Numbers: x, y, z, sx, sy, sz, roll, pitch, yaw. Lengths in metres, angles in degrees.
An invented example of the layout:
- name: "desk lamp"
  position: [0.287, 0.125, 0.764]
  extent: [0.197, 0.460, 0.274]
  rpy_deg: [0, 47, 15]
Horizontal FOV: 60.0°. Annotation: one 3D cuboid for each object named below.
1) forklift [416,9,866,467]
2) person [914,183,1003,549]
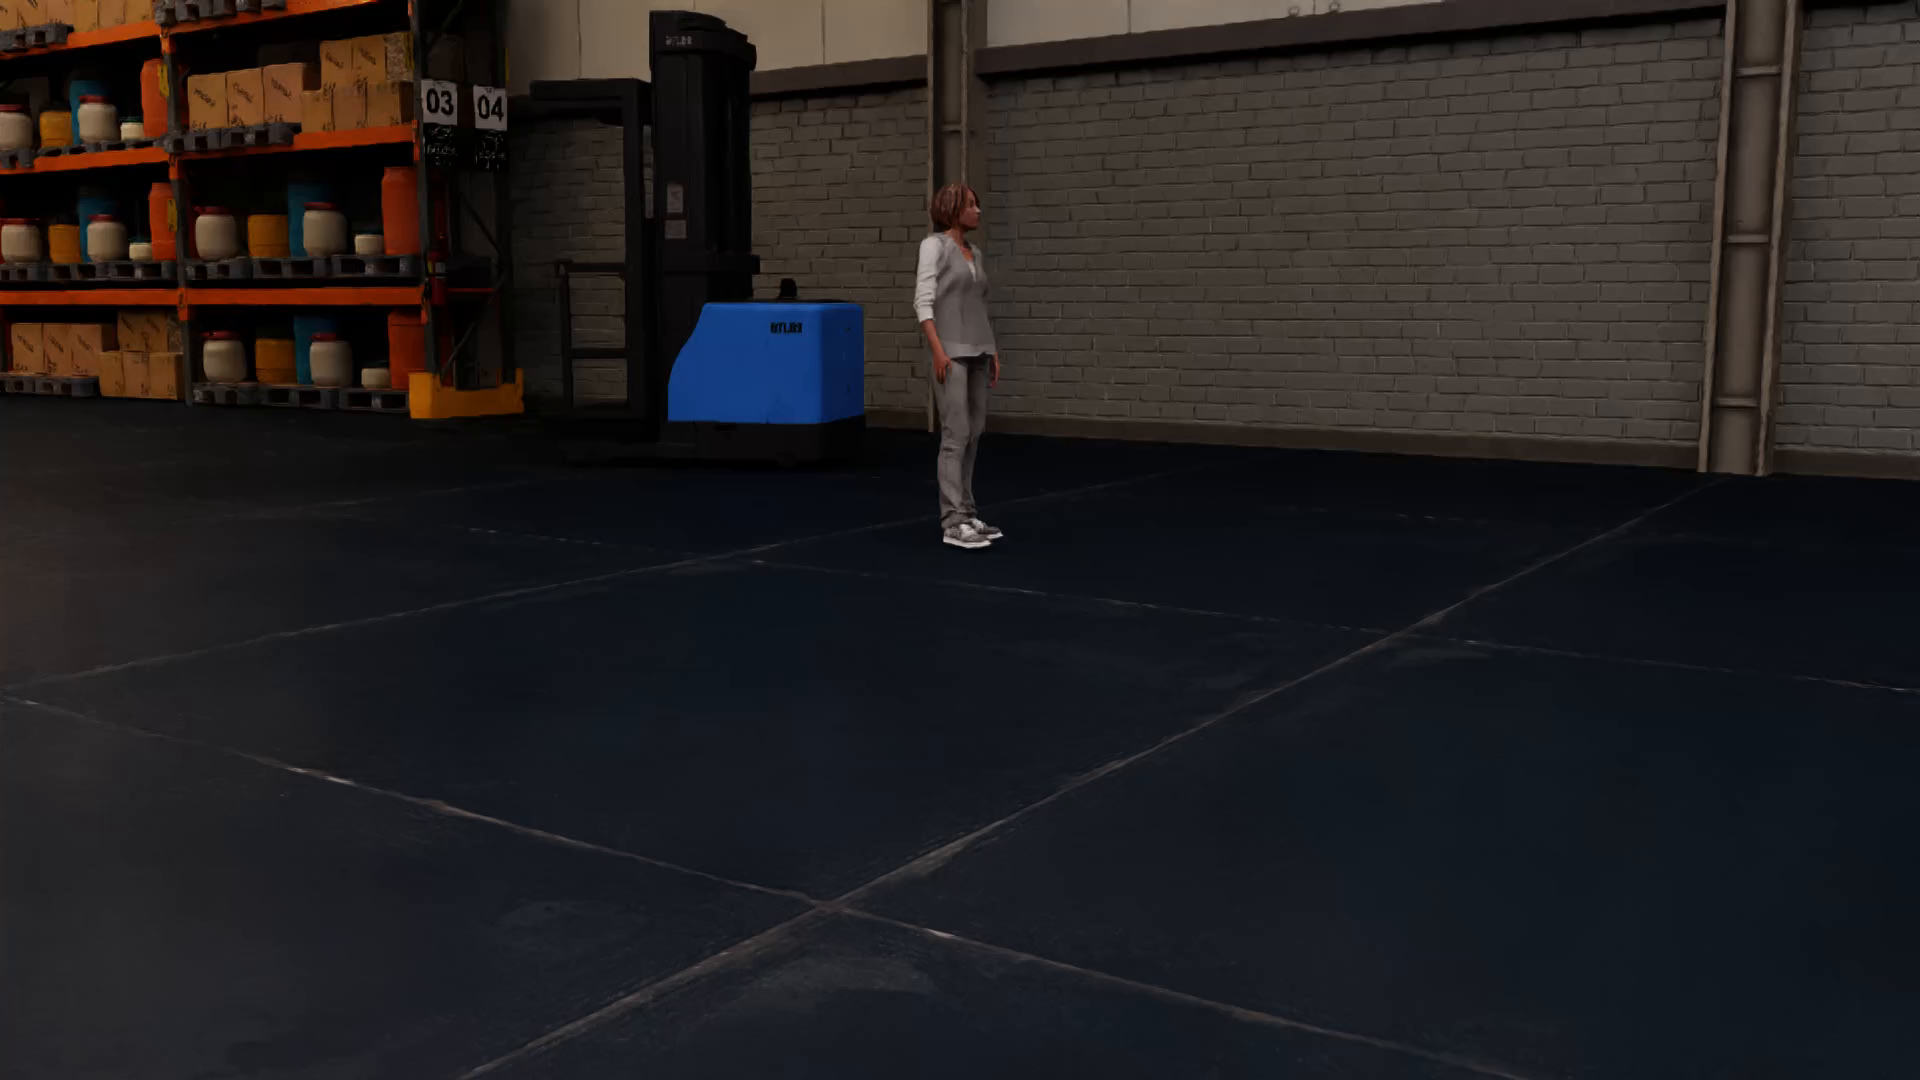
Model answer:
- name: "forklift"
  position: [-2.227, -2.009, 11.320]
  extent: [3.031, 2.935, 1.130]
  rpy_deg: [2, 8, 14]
- name: "person"
  position: [0.054, -0.790, 7.438]
  extent: [0.474, 1.597, 0.521]
  rpy_deg: [5, 10, 34]
